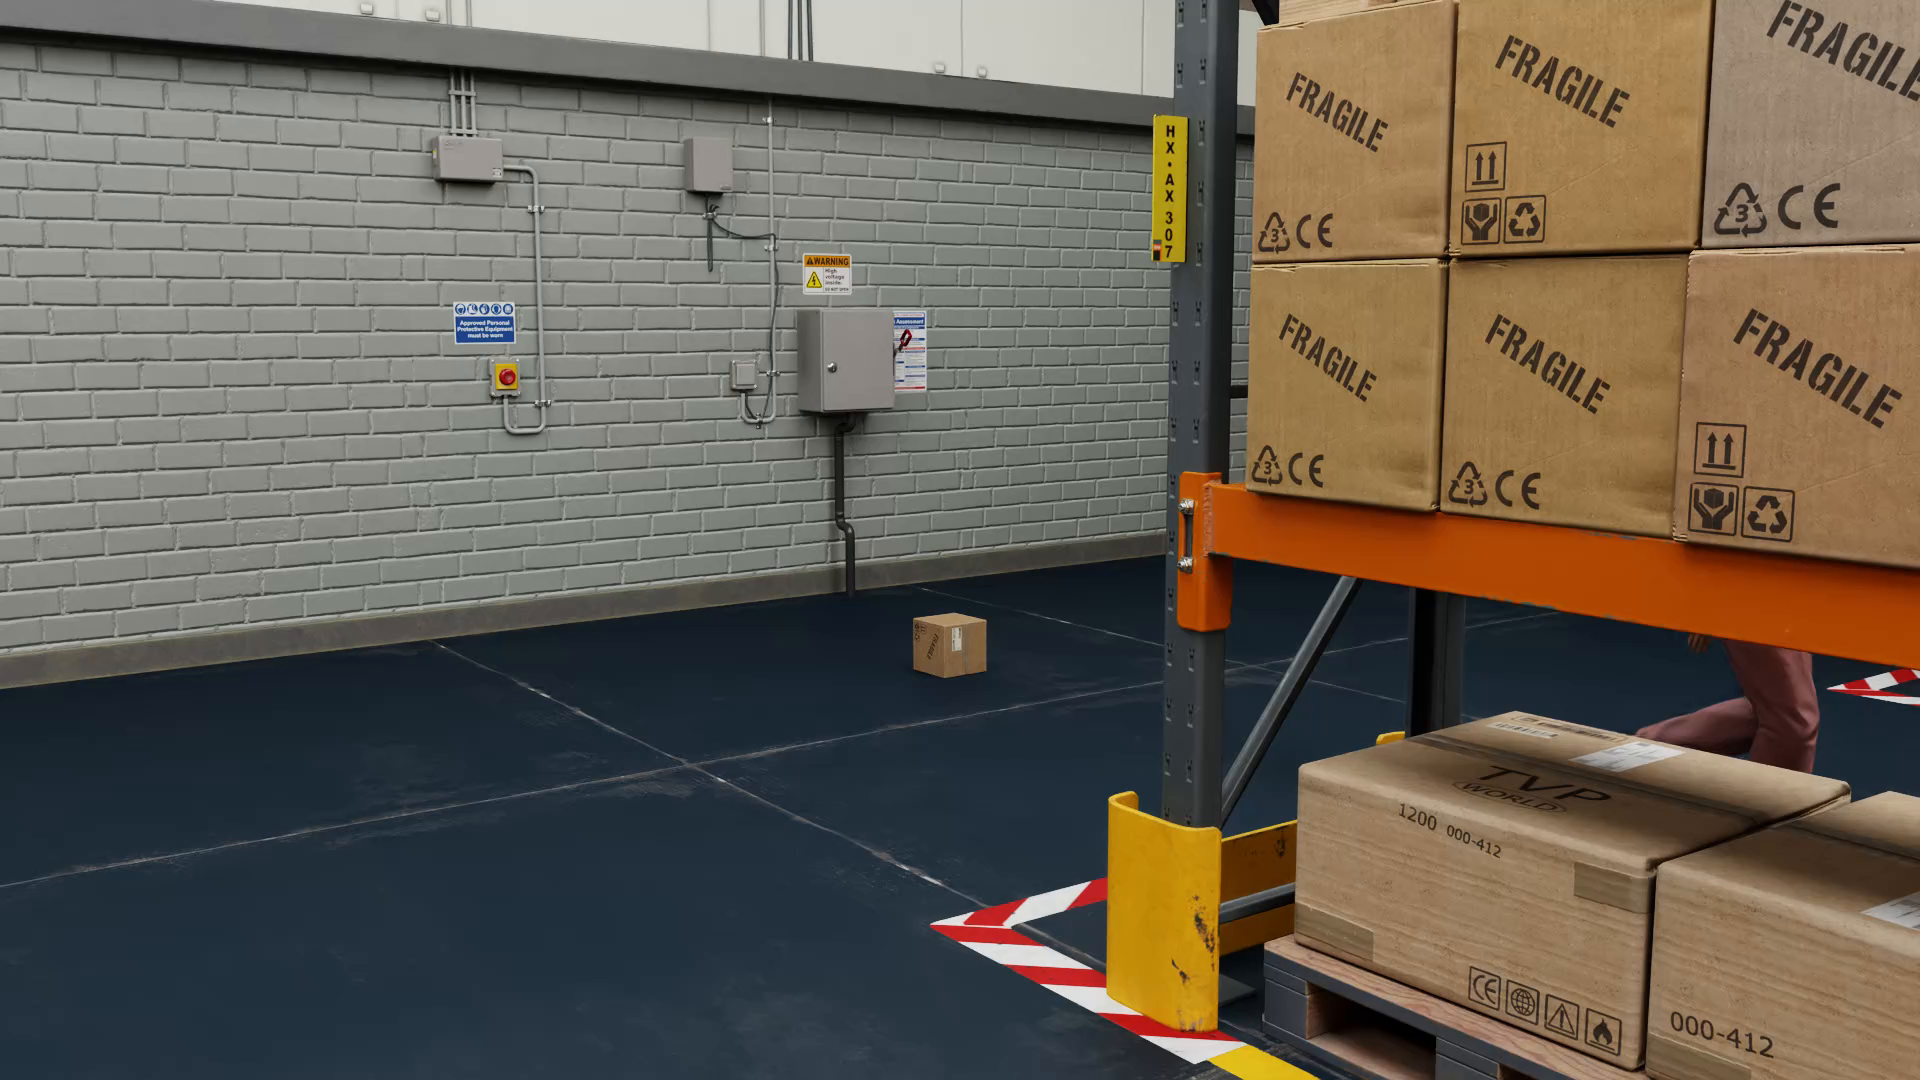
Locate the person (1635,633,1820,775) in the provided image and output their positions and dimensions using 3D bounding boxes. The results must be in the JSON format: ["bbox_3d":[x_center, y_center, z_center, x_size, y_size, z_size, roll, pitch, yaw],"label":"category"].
[{"bbox_3d":[2.327,0.175,4.942,0.446,1.645,0.783,-7,11,-42],"label":"person"}]
